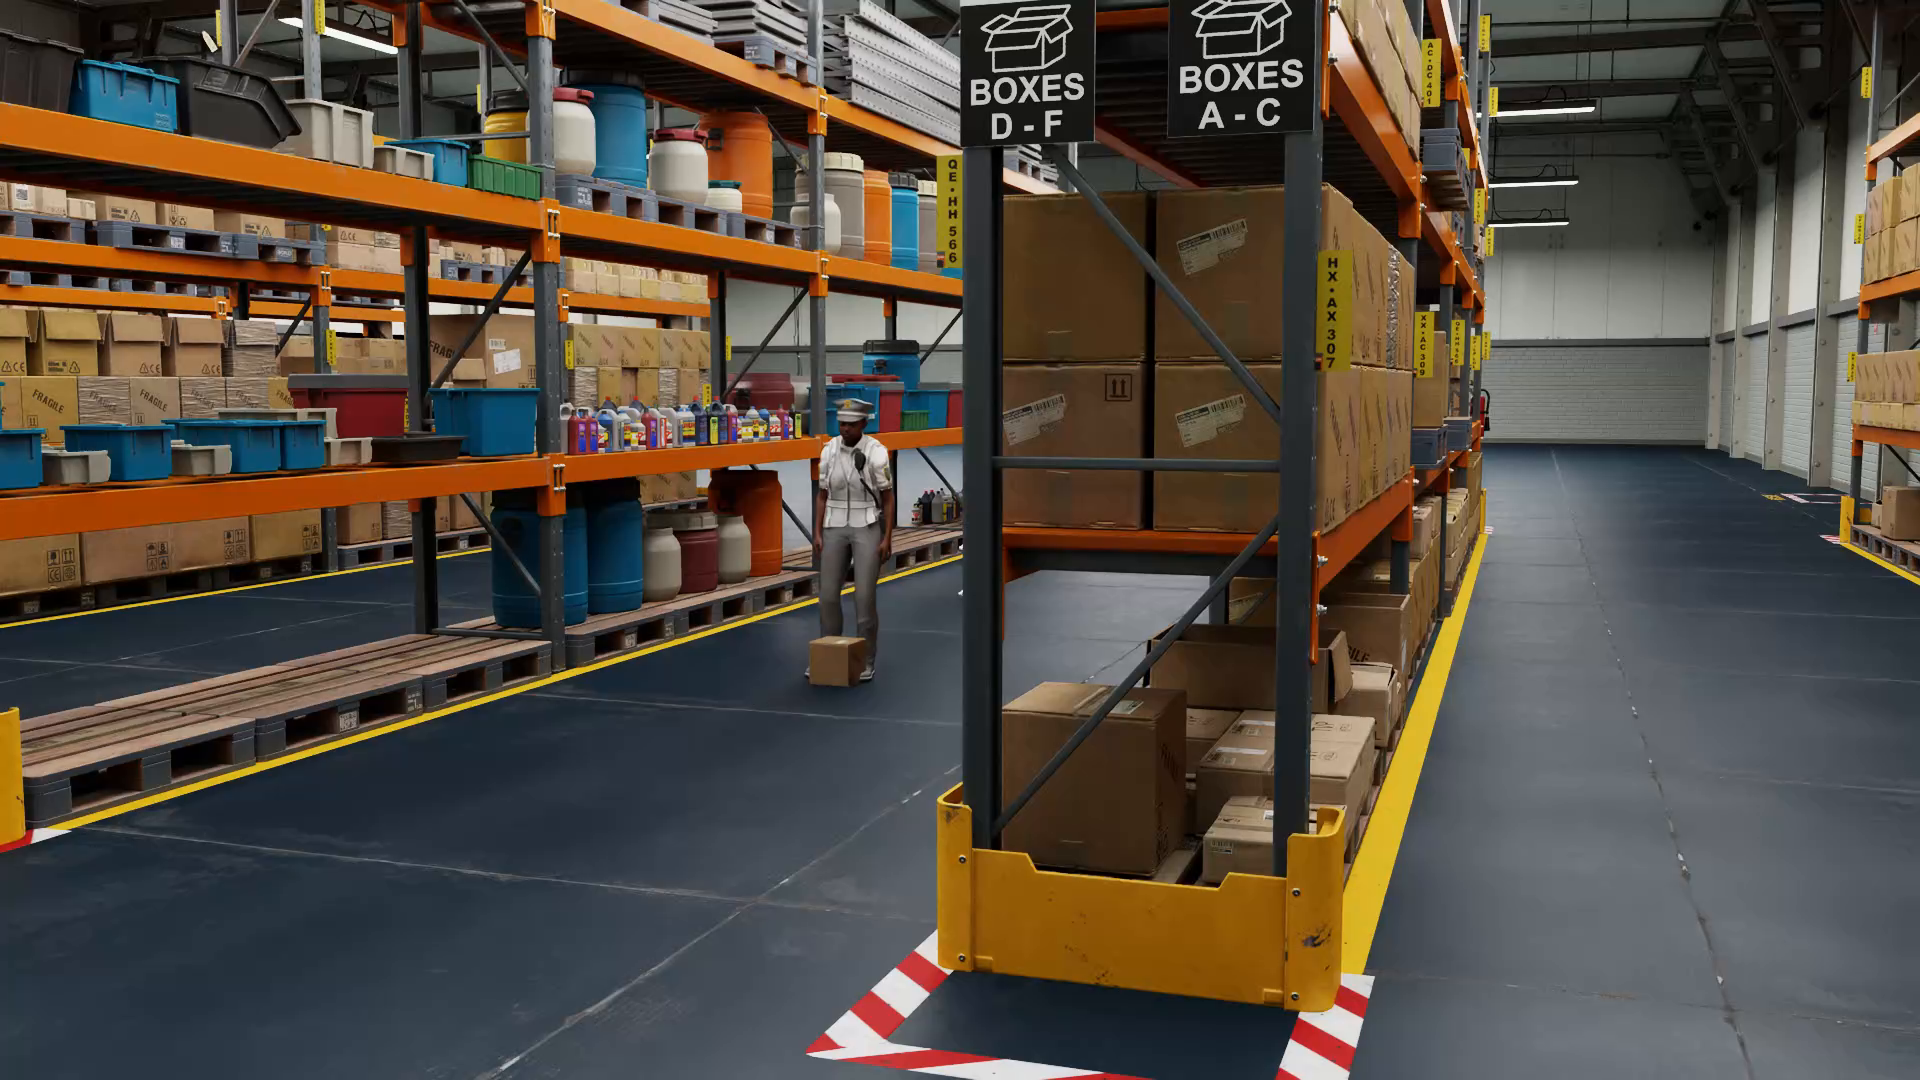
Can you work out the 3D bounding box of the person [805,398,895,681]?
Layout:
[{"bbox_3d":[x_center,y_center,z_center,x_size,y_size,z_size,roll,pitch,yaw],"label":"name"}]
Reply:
[{"bbox_3d":[-0.651,-0.010,9.870,0.518,1.656,0.427,2,6,16],"label":"person"}]
